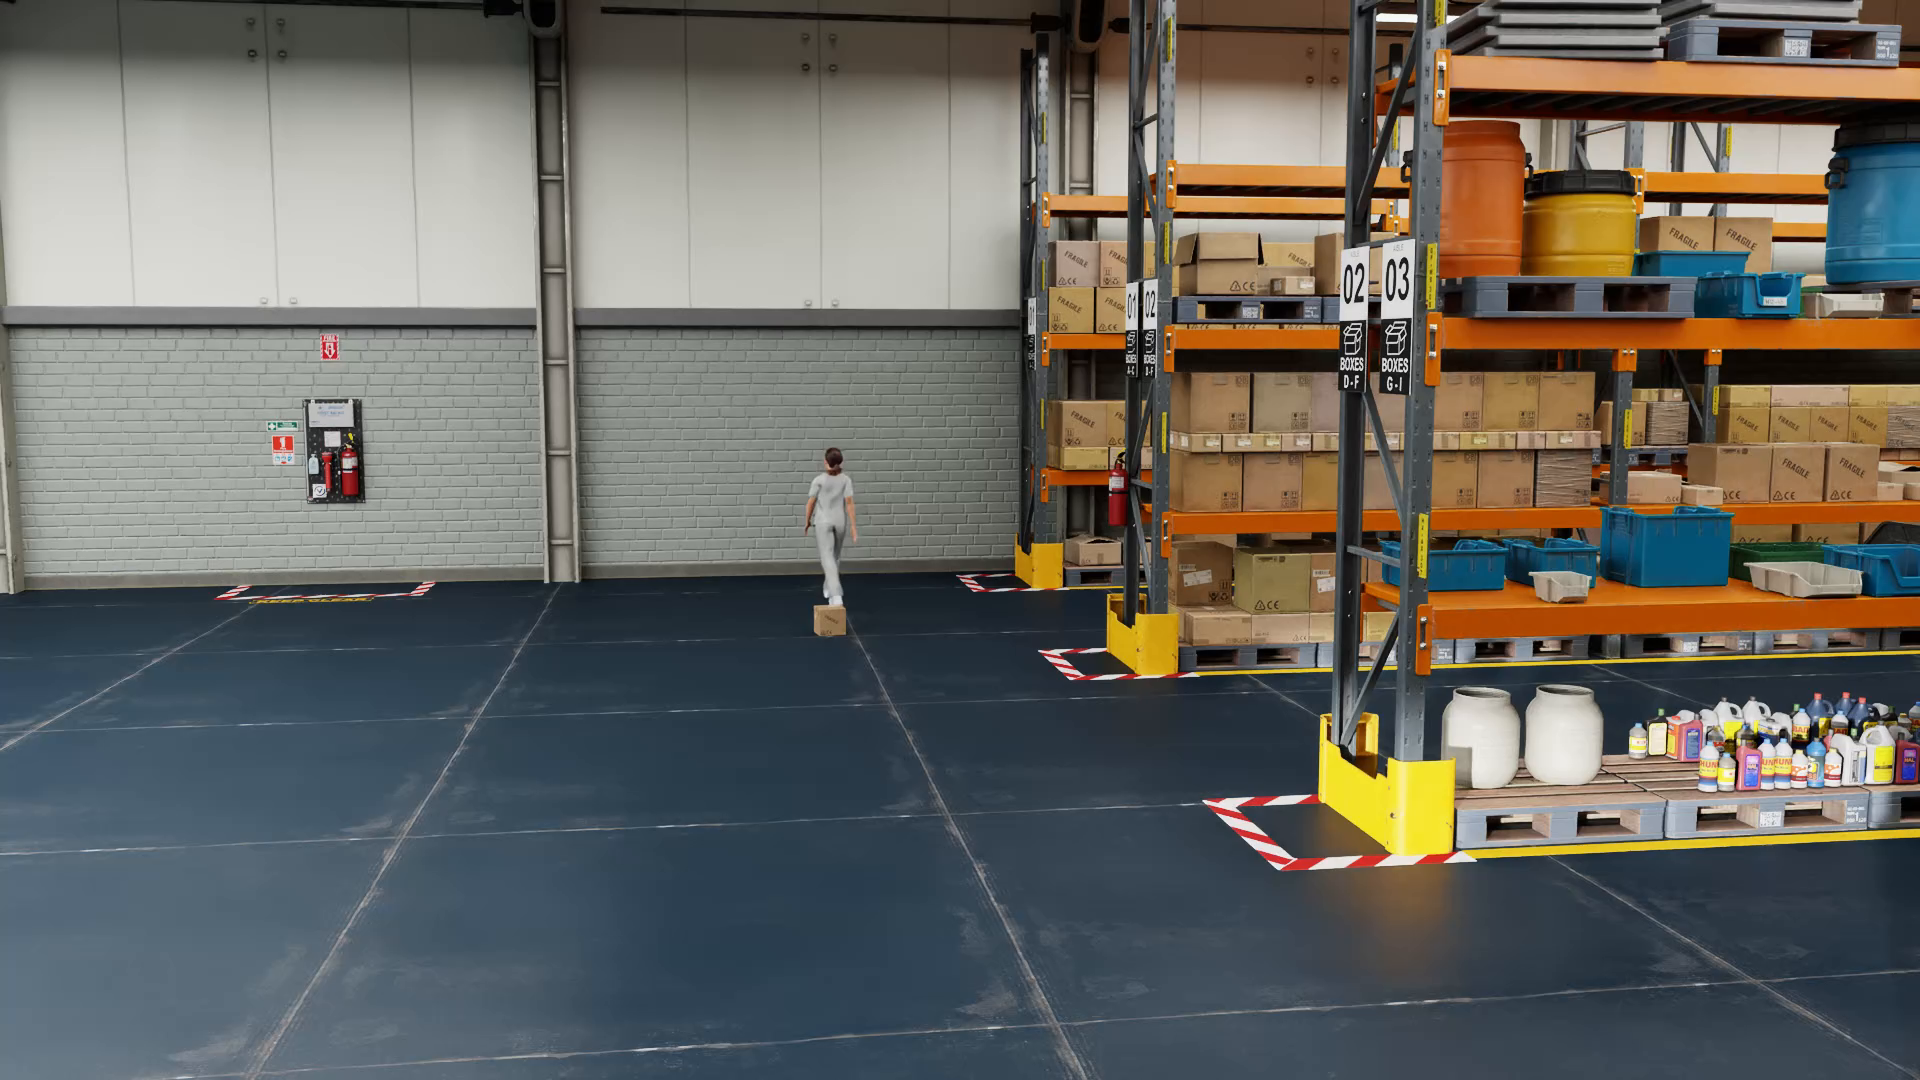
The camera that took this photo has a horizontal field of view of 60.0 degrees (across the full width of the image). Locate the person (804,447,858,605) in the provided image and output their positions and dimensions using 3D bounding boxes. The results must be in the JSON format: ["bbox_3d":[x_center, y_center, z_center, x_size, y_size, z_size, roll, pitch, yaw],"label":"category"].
[{"bbox_3d":[-1.349,-0.155,17.165,0.471,1.603,1.062,-3,7,-23],"label":"person"}]
